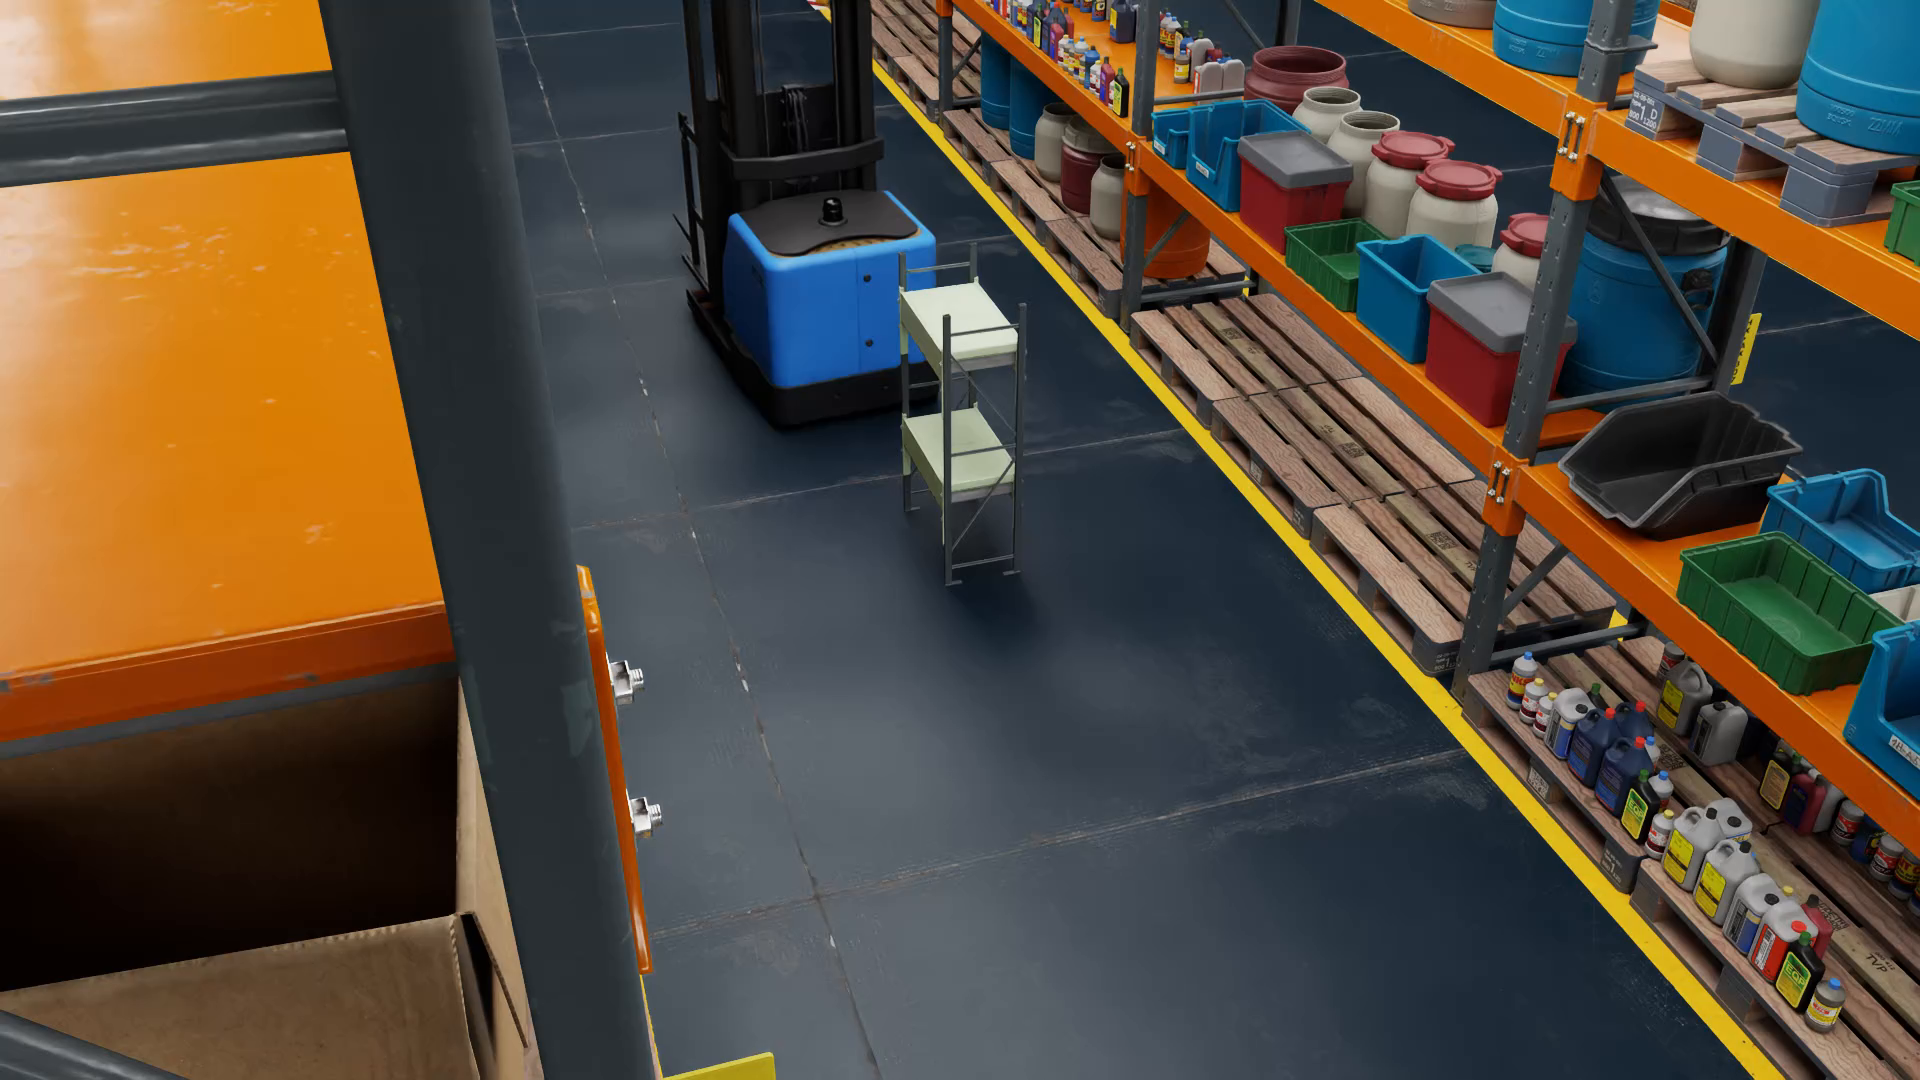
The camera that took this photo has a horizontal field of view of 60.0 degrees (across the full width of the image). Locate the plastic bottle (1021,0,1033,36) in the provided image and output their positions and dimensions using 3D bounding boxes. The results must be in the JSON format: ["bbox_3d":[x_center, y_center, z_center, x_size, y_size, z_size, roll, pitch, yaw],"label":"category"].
[{"bbox_3d":[0.486,-3.711,11.761,0.097,0.271,0.097,0,33,0],"label":"plastic bottle"}]

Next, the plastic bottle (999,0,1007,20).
[{"bbox_3d":[0.376,-3.951,12.121,0.152,0.276,0.135,-10,35,-15],"label":"plastic bottle"}]

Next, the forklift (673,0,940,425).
[{"bbox_3d":[-1.155,-2.693,10.166,1.130,2.935,3.031,-13,36,-19],"label":"forklift"}]

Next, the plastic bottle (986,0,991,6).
[{"bbox_3d":[0.244,-4.097,12.410,0.097,0.201,0.097,0,33,0],"label":"plastic bottle"}]

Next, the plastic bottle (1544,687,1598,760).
[{"bbox_3d":[2.560,0.763,6.946,0.152,0.276,0.135,-9,34,-13],"label":"plastic bottle"}]

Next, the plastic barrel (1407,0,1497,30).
[{"bbox_3d":[2.194,-2.630,6.834,0.600,0.901,0.600,0,33,0],"label":"plastic barrel"}]

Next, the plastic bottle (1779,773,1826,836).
[{"bbox_3d":[3.328,1.018,6.553,0.061,0.283,0.133,-10,35,-15],"label":"plastic bottle"}]

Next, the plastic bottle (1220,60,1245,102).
[{"bbox_3d":[1.711,-2.926,10.569,0.152,0.276,0.135,-10,35,-15],"label":"plastic bottle"}]

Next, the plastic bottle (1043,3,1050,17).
[{"bbox_3d":[0.618,-3.565,11.530,0.061,0.283,0.133,-10,35,-15],"label":"plastic bottle"}]

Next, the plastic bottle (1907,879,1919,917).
[{"bbox_3d":[3.615,1.275,6.176,0.097,0.271,0.097,0,33,0],"label":"plastic bottle"}]

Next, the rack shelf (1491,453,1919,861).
[{"bbox_3d":[3.366,0.754,5.540,1.077,0.370,4.000,-10,35,-15],"label":"rack shelf"}]

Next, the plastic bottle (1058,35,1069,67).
[{"bbox_3d":[0.710,-3.296,11.198,0.097,0.201,0.097,0,33,0],"label":"plastic bottle"}]

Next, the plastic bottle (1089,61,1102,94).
[{"bbox_3d":[0.888,-2.989,10.733,0.097,0.201,0.097,0,33,0],"label":"plastic bottle"}]

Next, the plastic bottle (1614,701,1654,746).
[{"bbox_3d":[2.744,0.795,6.829,0.144,0.351,0.185,-10,35,-15],"label":"plastic bottle"}]

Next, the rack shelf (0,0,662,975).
[{"bbox_3d":[-1.353,-0.751,2.739,1.077,0.370,4.000,-10,35,-15],"label":"rack shelf"}]

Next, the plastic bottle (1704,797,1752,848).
[{"bbox_3d":[2.927,1.135,6.383,0.152,0.276,0.135,-10,35,-15],"label":"plastic bottle"}]

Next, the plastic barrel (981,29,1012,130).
[{"bbox_3d":[0.465,-3.807,13.313,0.600,0.901,0.708,-10,35,-15],"label":"plastic barrel"}]

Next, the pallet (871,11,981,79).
[{"bbox_3d":[-0.322,-4.654,15.601,1.003,0.211,1.213,-10,35,-15],"label":"pallet"}]

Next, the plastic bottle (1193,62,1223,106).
[{"bbox_3d":[1.566,-2.900,10.530,0.152,0.276,0.135,-10,35,-15],"label":"plastic bottle"}]

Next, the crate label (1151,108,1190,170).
[{"bbox_3d":[1.307,-2.342,9.725,0.303,0.233,0.416,-10,35,-15],"label":"crate label"}]

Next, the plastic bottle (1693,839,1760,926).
[{"bbox_3d":[2.851,1.239,6.157,0.144,0.351,0.185,-9,34,-13],"label":"plastic bottle"}]

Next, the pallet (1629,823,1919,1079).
[{"bbox_3d":[3.297,1.569,6.184,1.003,0.211,1.213,-10,35,-15],"label":"pallet"}]

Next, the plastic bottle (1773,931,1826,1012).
[{"bbox_3d":[2.945,1.505,5.816,0.061,0.283,0.133,-9,35,-14],"label":"plastic bottle"}]

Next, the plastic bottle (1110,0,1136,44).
[{"bbox_3d":[1.140,-3.673,11.633,0.144,0.351,0.185,-10,35,-15],"label":"plastic bottle"}]

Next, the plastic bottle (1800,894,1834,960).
[{"bbox_3d":[3.048,1.408,5.962,0.061,0.283,0.133,-10,35,-15],"label":"plastic bottle"}]

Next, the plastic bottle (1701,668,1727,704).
[{"bbox_3d":[3.227,0.616,7.101,0.144,0.351,0.185,-11,35,-16],"label":"plastic bottle"}]

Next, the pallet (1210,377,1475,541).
[{"bbox_3d":[2.103,-0.480,9.285,1.003,0.211,1.213,-10,35,-15],"label":"pallet"}]

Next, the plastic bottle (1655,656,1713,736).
[{"bbox_3d":[3.089,0.640,7.065,0.144,0.351,0.185,-10,35,-15],"label":"plastic bottle"}]

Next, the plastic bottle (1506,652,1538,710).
[{"bbox_3d":[2.435,0.600,7.197,0.097,0.271,0.097,0,33,0],"label":"plastic bottle"}]

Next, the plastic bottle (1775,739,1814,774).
[{"bbox_3d":[3.384,0.886,6.692,0.144,0.351,0.185,-10,35,-15],"label":"plastic bottle"}]

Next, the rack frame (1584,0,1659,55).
[{"bbox_3d":[2.756,-3.099,5.277,1.000,3.000,0.127,-10,35,-15],"label":"rack frame"}]

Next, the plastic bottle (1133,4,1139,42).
[{"bbox_3d":[1.288,-3.654,11.671,0.152,0.276,0.135,-10,35,-15],"label":"plastic bottle"}]

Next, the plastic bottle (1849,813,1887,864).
[{"bbox_3d":[3.523,1.116,6.416,0.097,0.271,0.097,0,33,0],"label":"plastic bottle"}]

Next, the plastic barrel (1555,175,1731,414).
[{"bbox_3d":[2.926,-1.059,7.177,0.600,0.901,0.708,-10,35,-15],"label":"plastic barrel"}]

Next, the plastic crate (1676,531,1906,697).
[{"bbox_3d":[2.901,0.253,5.839,0.450,0.188,0.662,-10,35,-15],"label":"plastic crate"}]

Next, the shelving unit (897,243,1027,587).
[{"bbox_3d":[0.002,-0.622,8.331,0.431,1.500,0.755,-10,35,-15],"label":"shelving unit"}]

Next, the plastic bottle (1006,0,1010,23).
[{"bbox_3d":[0.385,-3.854,12.042,0.097,0.201,0.097,0,33,0],"label":"plastic bottle"}]

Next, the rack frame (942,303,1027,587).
[{"bbox_3d":[0.114,-0.430,8.040,0.400,1.500,0.023,-10,35,-15],"label":"rack frame"}]

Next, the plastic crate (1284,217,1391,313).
[{"bbox_3d":[1.956,-1.374,8.301,0.450,0.188,0.662,-10,35,-15],"label":"plastic crate"}]

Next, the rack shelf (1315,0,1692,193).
[{"bbox_3d":[2.146,-2.597,7.891,1.077,0.370,4.000,-10,35,-15],"label":"rack shelf"}]

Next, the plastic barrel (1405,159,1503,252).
[{"bbox_3d":[2.449,-1.577,8.292,0.433,0.535,0.433,0,33,0],"label":"plastic barrel"}]

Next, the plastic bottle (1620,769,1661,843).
[{"bbox_3d":[2.675,1.040,6.519,0.061,0.283,0.133,-9,34,-13],"label":"plastic bottle"}]

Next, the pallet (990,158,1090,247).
[{"bbox_3d":[0.887,-2.579,12.461,1.003,0.211,1.213,-10,35,-15],"label":"pallet"}]

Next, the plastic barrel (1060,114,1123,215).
[{"bbox_3d":[1.026,-2.712,11.940,0.600,0.588,0.708,-10,35,-15],"label":"plastic barrel"}]

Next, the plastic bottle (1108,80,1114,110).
[{"bbox_3d":[0.988,-2.817,10.473,0.097,0.201,0.097,0,33,0],"label":"plastic bottle"}]

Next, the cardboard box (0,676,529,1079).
[{"bbox_3d":[-0.914,0.505,1.943,0.797,0.503,0.637,-8,34,-11],"label":"cardboard box"}]

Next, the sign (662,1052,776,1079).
[{"bbox_3d":[-0.212,0.596,1.542,0.100,0.325,0.005,-10,35,-15],"label":"sign"}]

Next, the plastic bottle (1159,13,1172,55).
[{"bbox_3d":[1.420,-3.474,11.404,0.097,0.271,0.097,0,33,0],"label":"plastic bottle"}]

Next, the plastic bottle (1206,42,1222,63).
[{"bbox_3d":[1.655,-3.109,10.840,0.061,0.283,0.133,-10,35,-15],"label":"plastic bottle"}]

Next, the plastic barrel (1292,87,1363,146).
[{"bbox_3d":[2.053,-2.238,9.315,0.421,0.512,0.421,0,33,0],"label":"plastic barrel"}]

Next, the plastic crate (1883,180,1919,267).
[{"bbox_3d":[2.978,-0.885,4.839,0.336,0.188,0.450,-10,35,-15],"label":"plastic crate"}]

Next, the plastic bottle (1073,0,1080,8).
[{"bbox_3d":[0.896,-4.102,12.354,0.097,0.271,0.097,0,33,0],"label":"plastic bottle"}]
